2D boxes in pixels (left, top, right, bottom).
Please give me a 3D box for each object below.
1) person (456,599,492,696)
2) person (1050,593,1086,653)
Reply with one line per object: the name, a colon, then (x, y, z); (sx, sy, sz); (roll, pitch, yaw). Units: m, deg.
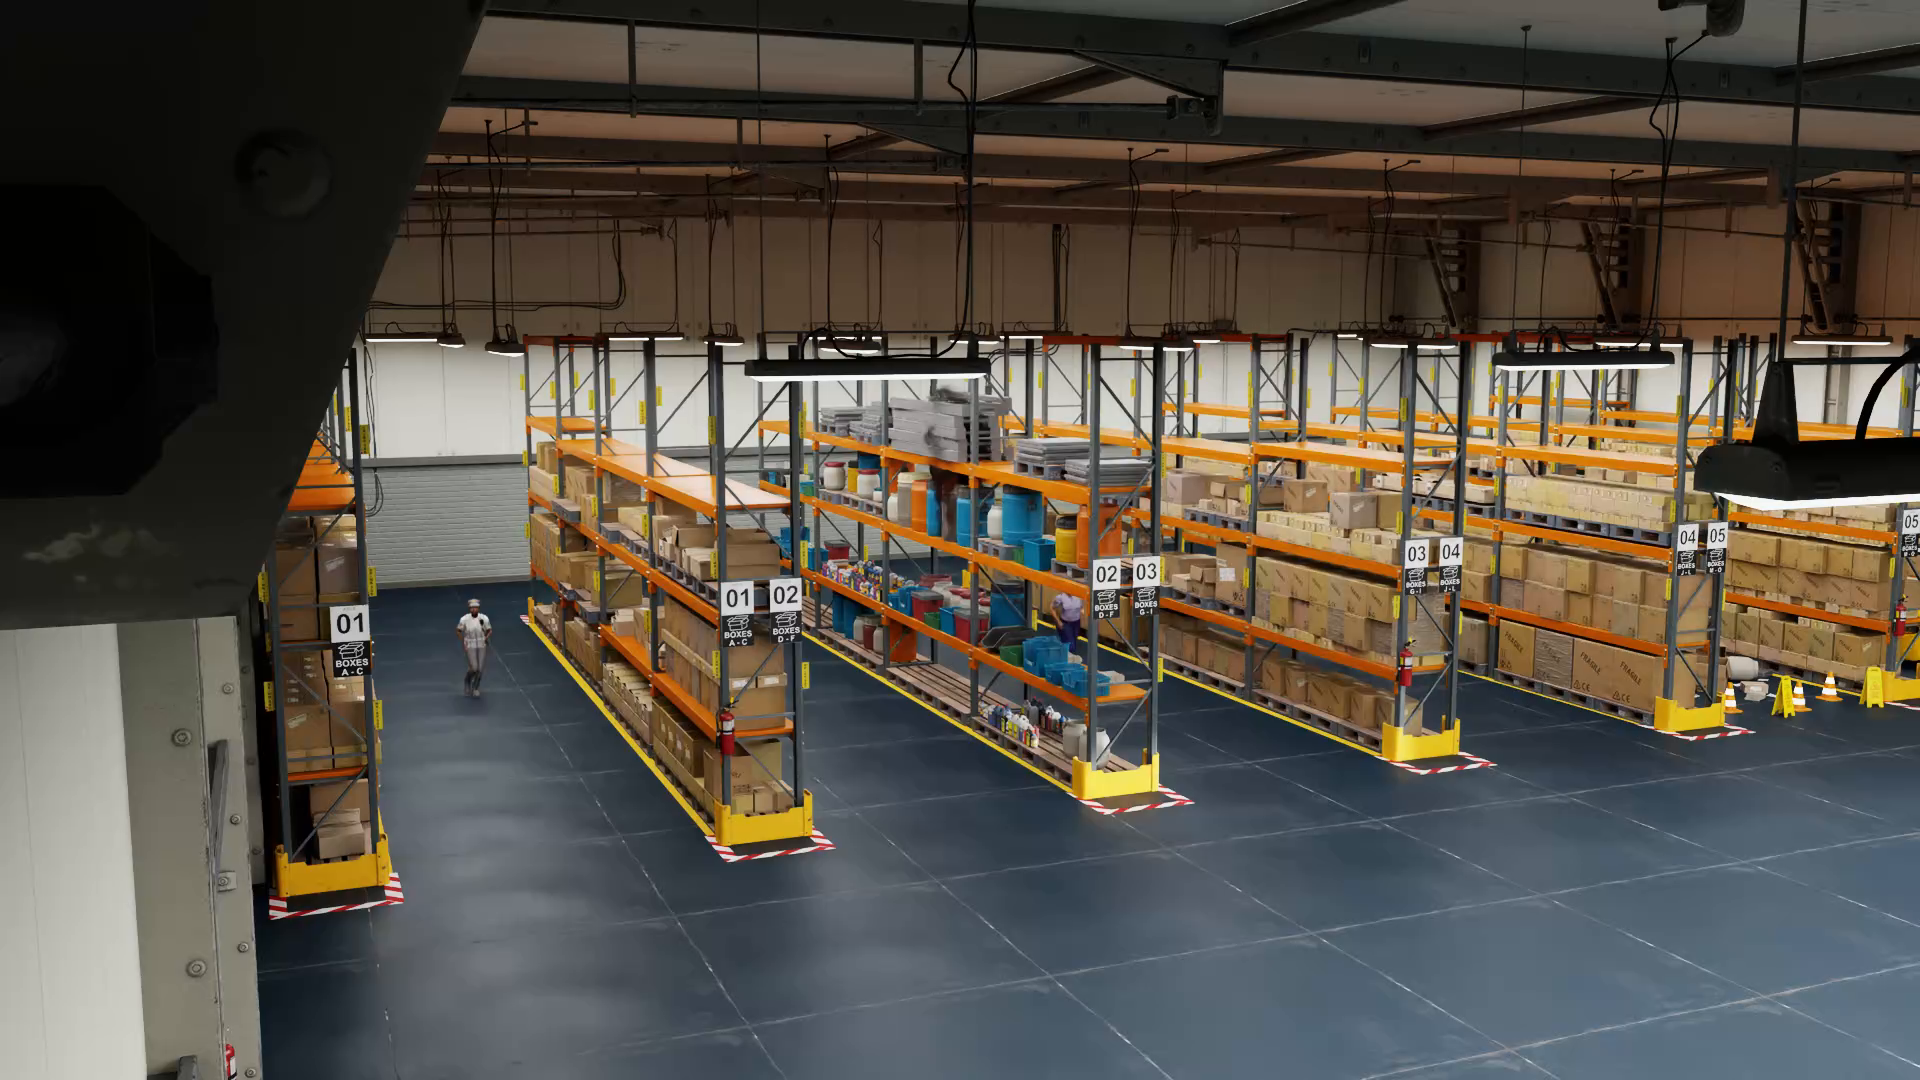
person: (-8.100, 1.808, 27.859); (0.561, 1.663, 0.567); (-4, 8, -27)
person: (1.887, 1.519, 28.203); (0.586, 1.661, 0.575); (-4, 9, -28)
